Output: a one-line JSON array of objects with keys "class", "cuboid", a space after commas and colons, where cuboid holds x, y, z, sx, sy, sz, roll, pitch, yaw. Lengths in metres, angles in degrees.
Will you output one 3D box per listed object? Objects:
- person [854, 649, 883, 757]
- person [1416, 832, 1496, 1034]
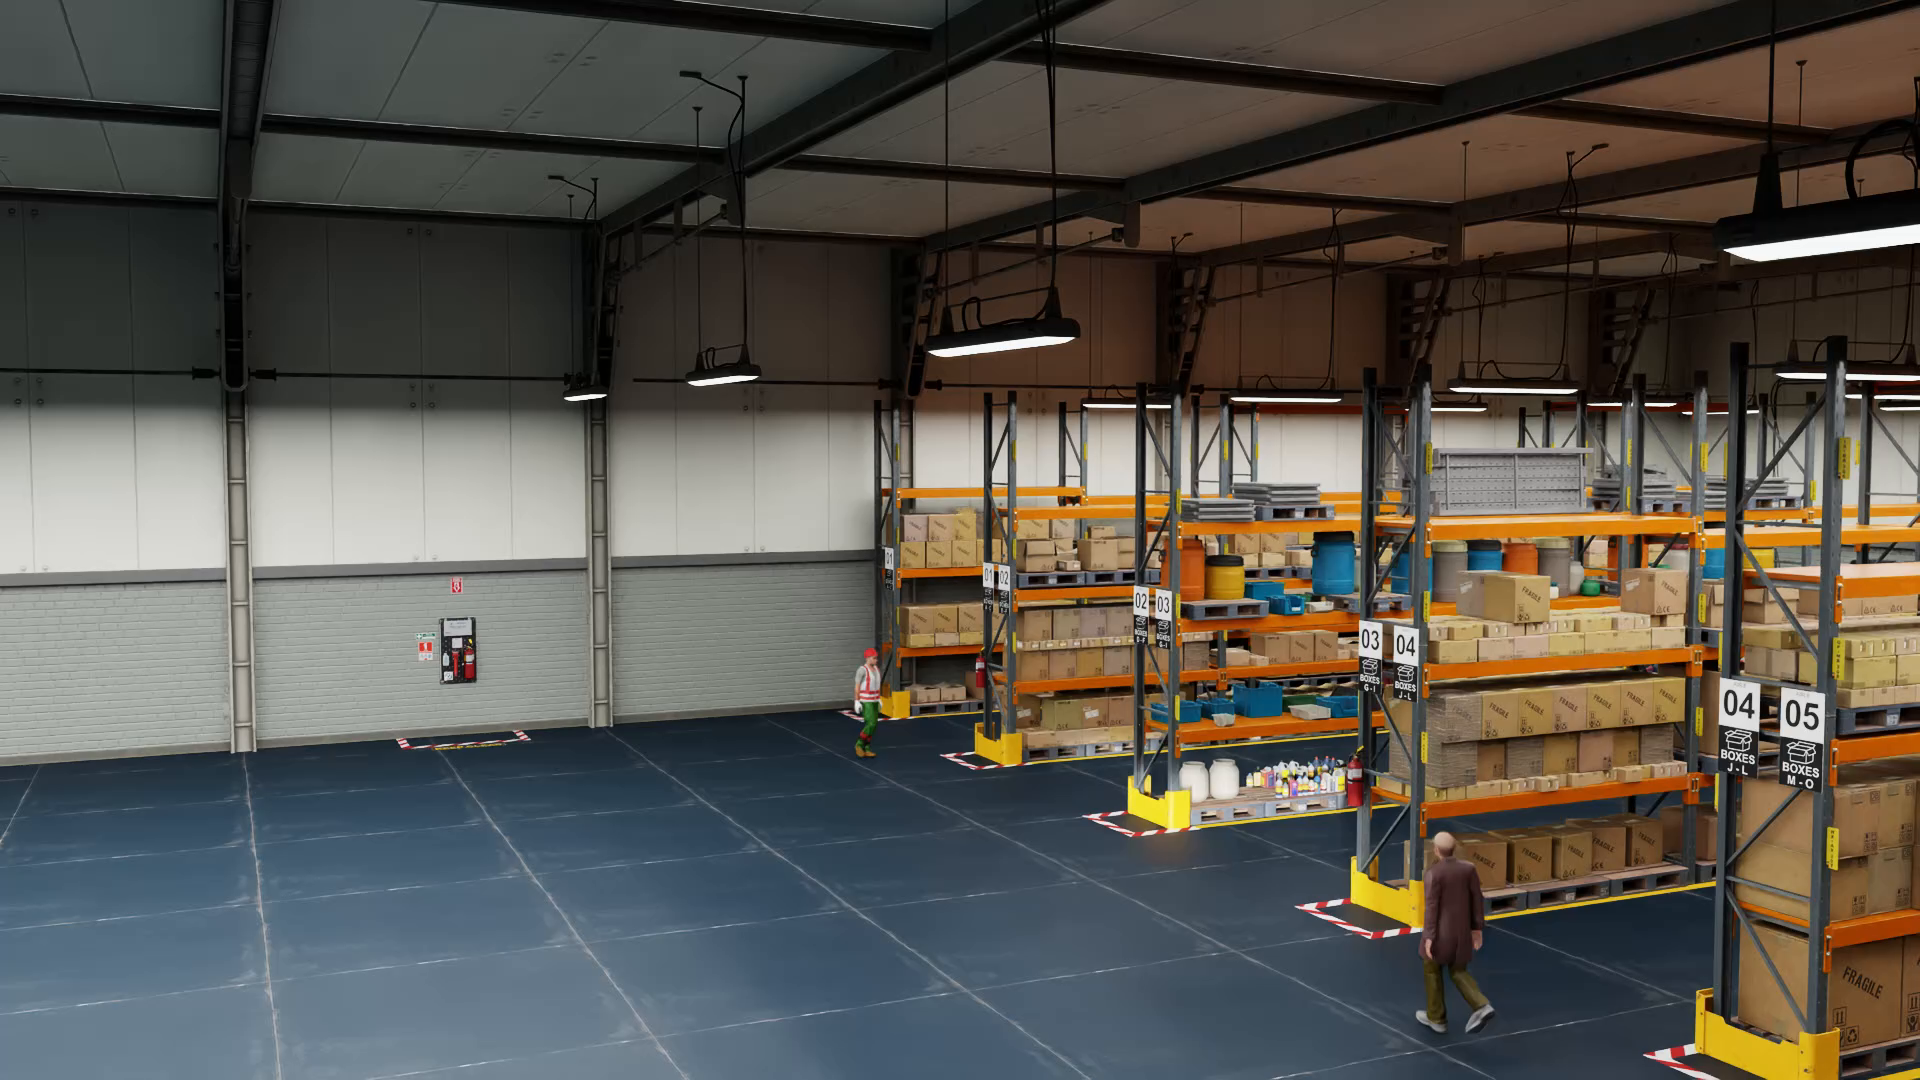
[{"class": "person", "cuboid": [-1.484, 2.677, 27.336, 0.425, 1.783, 0.573, 2, 4, 34]}, {"class": "person", "cuboid": [4.307, 3.432, 14.460, 0.596, 1.758, 0.842, -1, 3, -18]}]
